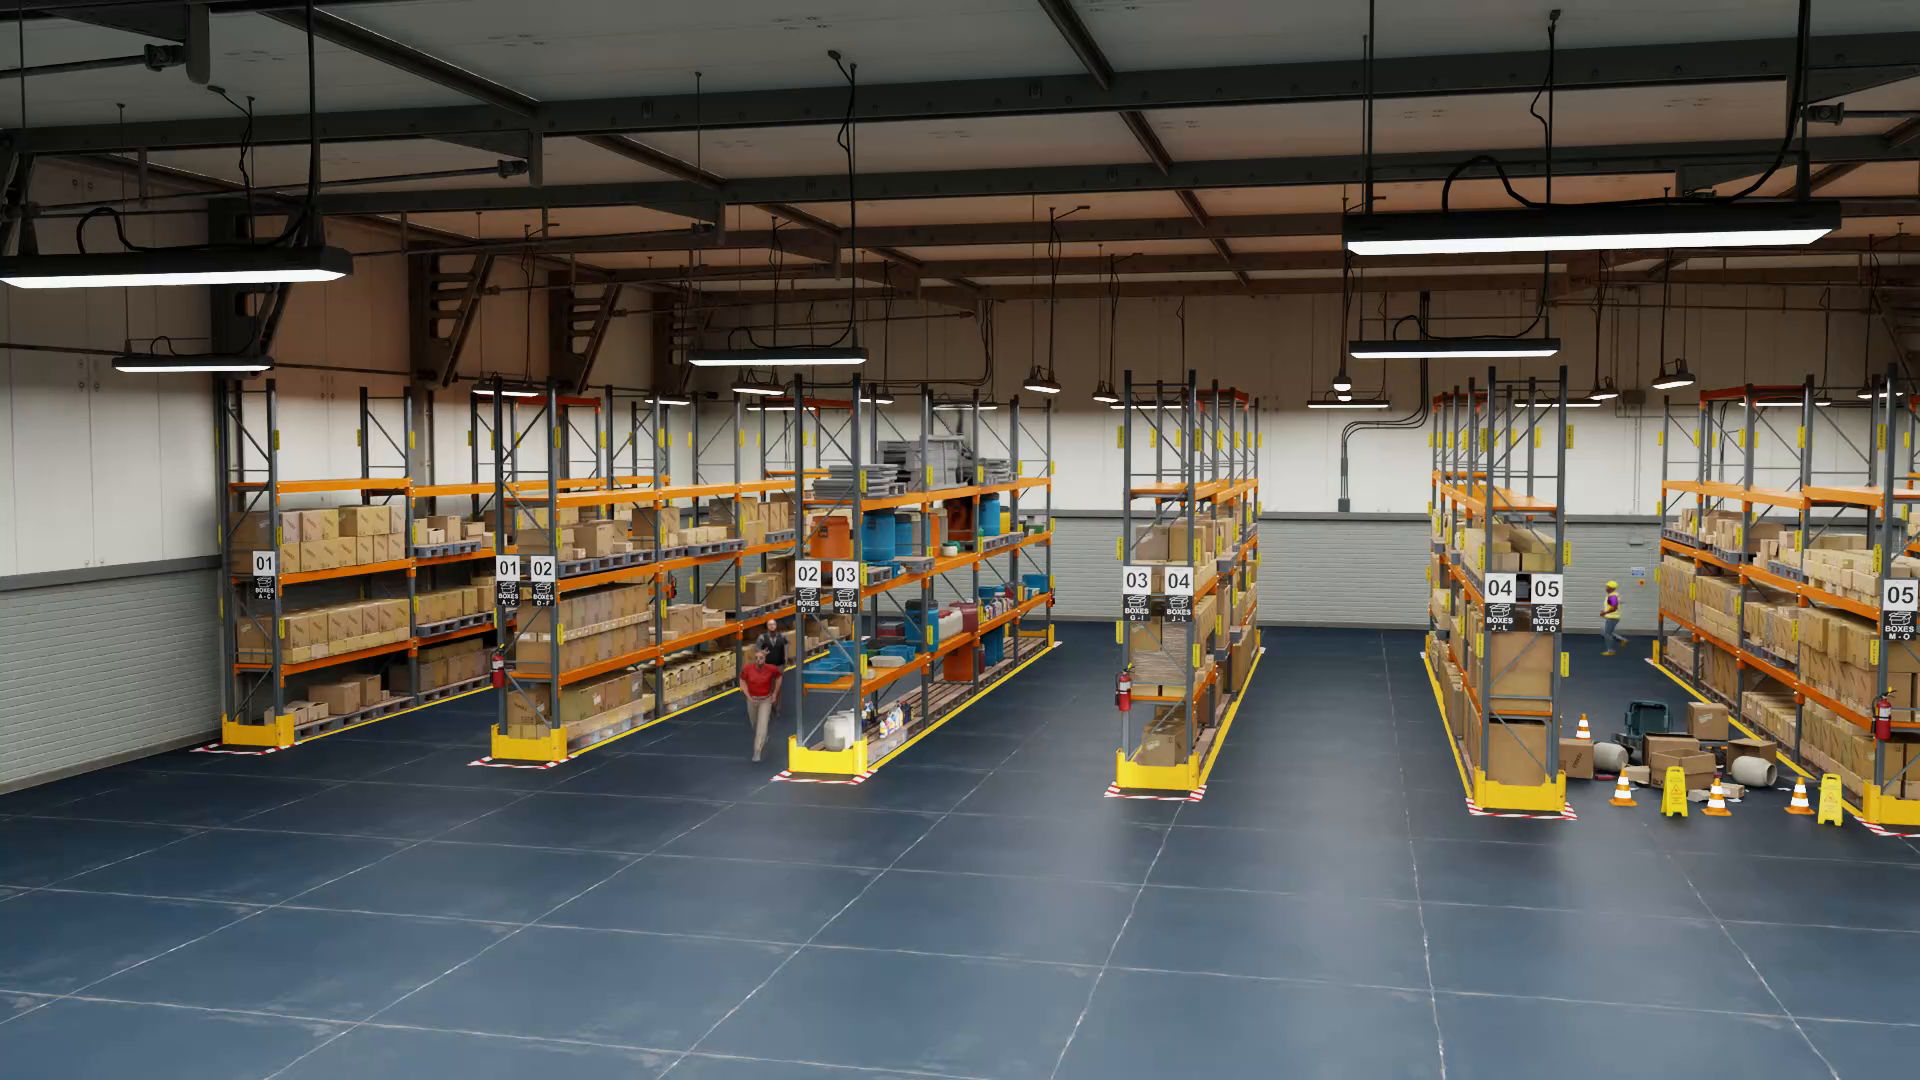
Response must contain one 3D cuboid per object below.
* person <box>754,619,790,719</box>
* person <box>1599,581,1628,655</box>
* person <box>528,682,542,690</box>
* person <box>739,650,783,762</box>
[{"bbox_3d":[-3.419,2.321,30.243,0.644,1.772,0.805,0,3,-4],"label":"person"},{"bbox_3d":[15.209,1.824,38.702,0.630,1.734,0.691,1,4,22],"label":"person"},{"bbox_3d":[-8.053,2.226,31.761,0.690,1.809,0.857,0,3,8],"label":"person"},{"bbox_3d":[-3.156,2.588,26.400,0.663,1.732,1.077,0,3,5],"label":"person"}]
